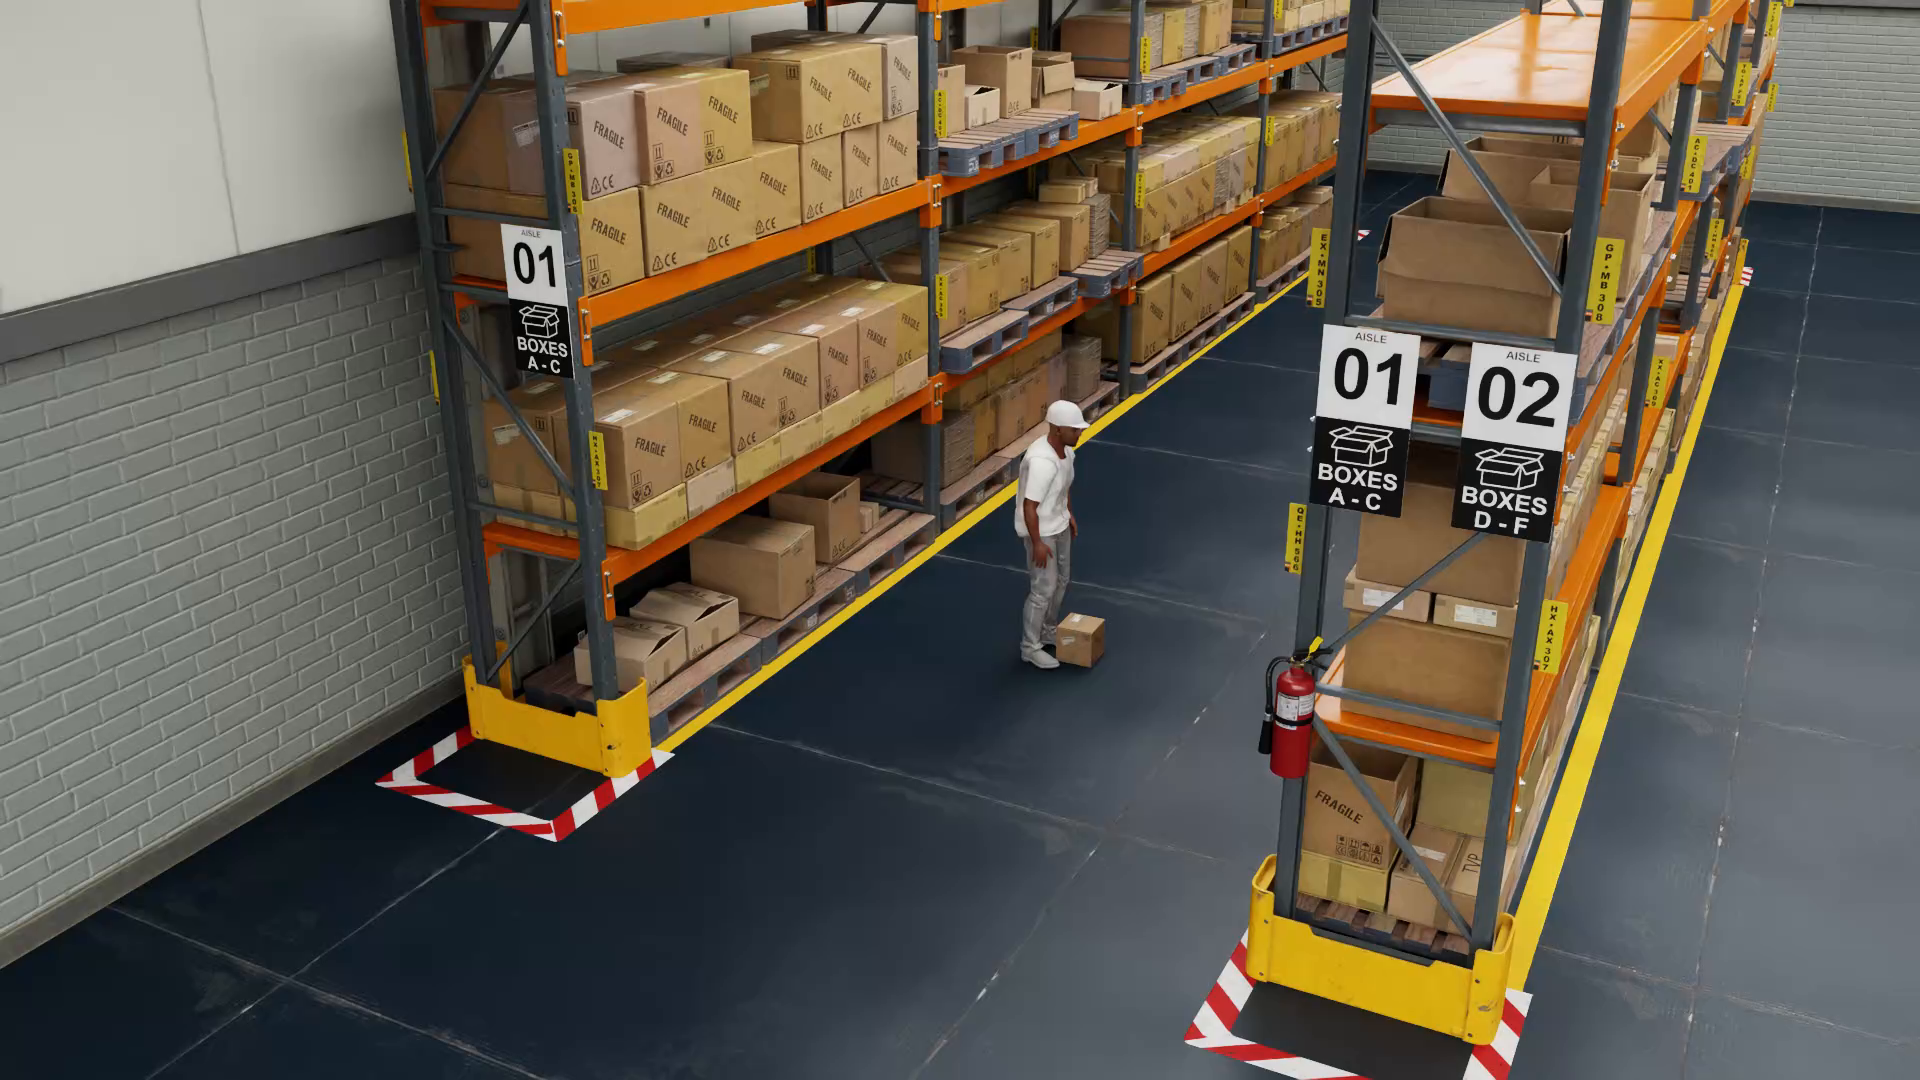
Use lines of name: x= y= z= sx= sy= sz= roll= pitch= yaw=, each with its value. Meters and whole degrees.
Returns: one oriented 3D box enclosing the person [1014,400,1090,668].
person: x=0.601 y=-0.068 z=10.889 sx=0.459 sy=1.761 sz=0.638 roll=10 pitch=25 yaw=23
